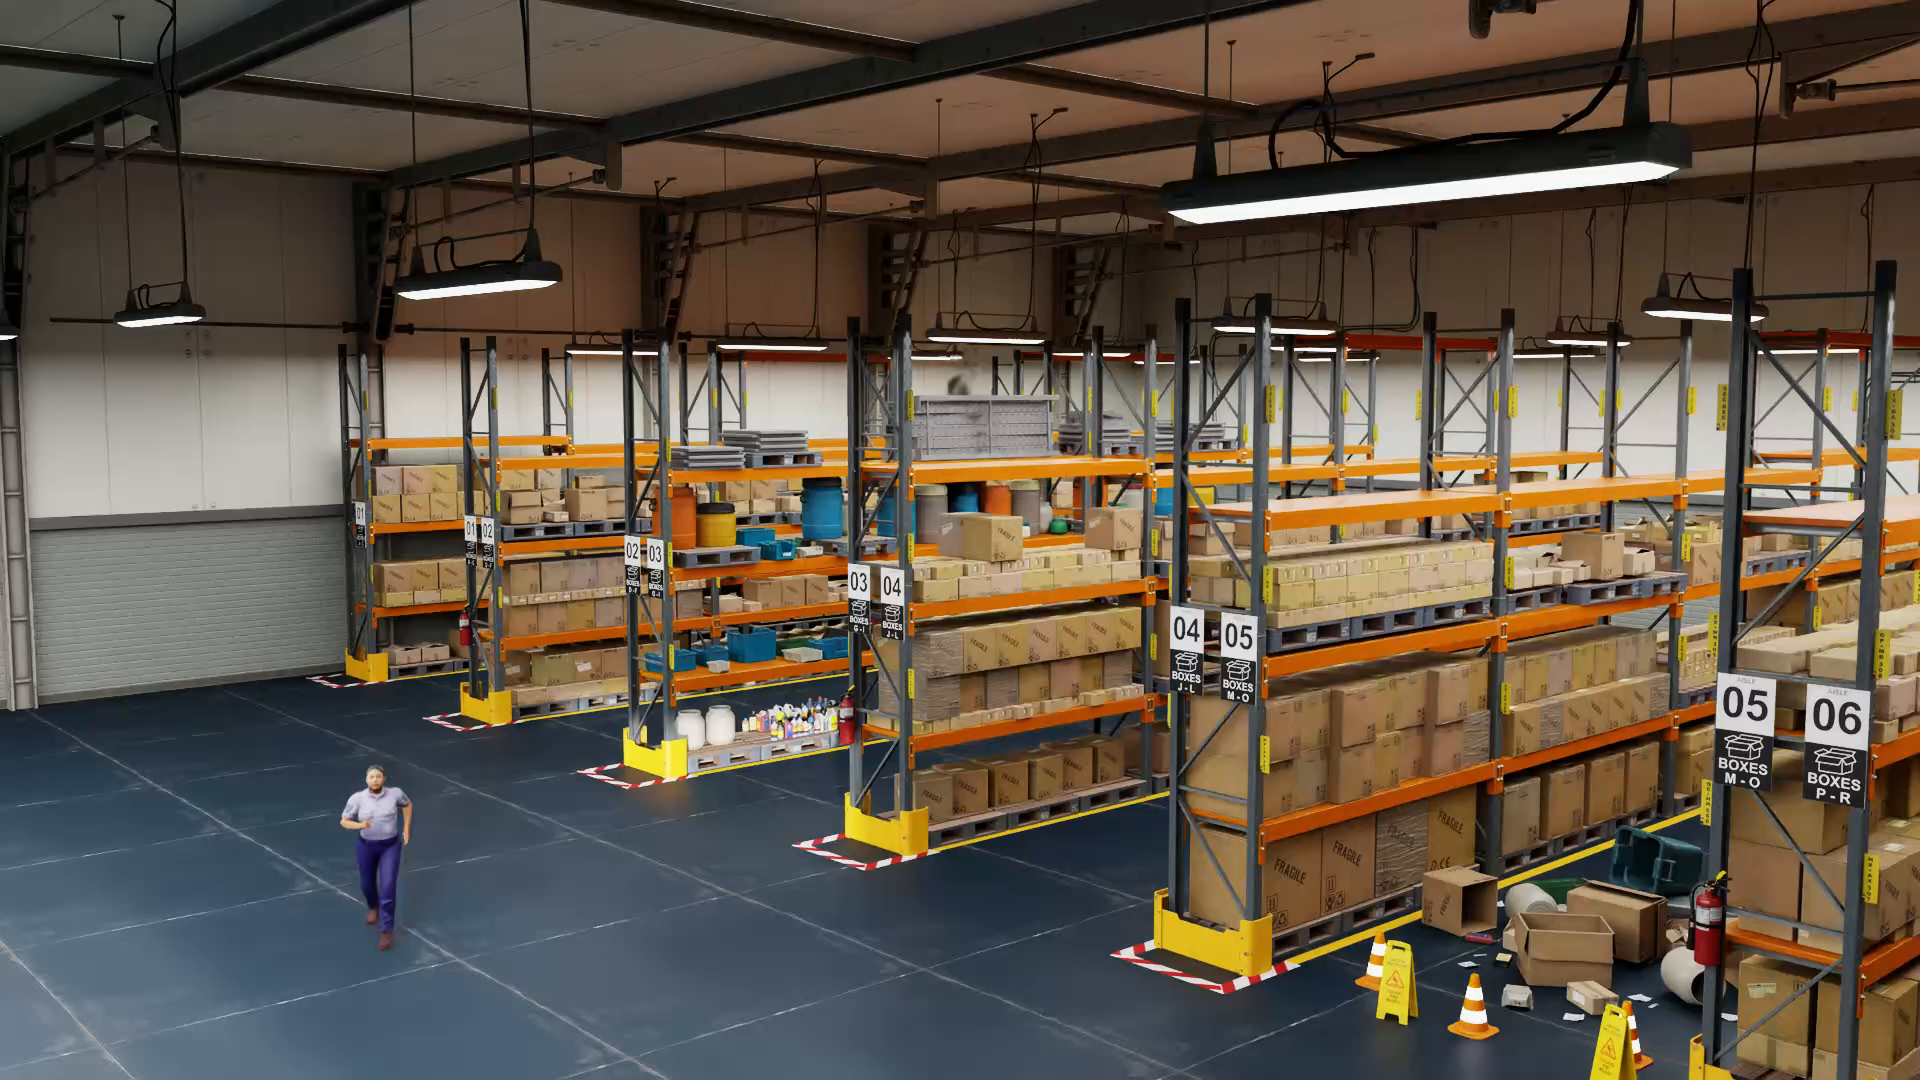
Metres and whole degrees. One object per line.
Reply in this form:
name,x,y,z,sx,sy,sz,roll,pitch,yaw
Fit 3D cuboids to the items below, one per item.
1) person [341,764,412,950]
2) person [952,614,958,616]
person,-5.489,2.926,15.674,0.632,1.648,0.903,-2,5,-17
person,-0.376,1.506,27.973,0.599,1.748,0.685,-4,7,-41
